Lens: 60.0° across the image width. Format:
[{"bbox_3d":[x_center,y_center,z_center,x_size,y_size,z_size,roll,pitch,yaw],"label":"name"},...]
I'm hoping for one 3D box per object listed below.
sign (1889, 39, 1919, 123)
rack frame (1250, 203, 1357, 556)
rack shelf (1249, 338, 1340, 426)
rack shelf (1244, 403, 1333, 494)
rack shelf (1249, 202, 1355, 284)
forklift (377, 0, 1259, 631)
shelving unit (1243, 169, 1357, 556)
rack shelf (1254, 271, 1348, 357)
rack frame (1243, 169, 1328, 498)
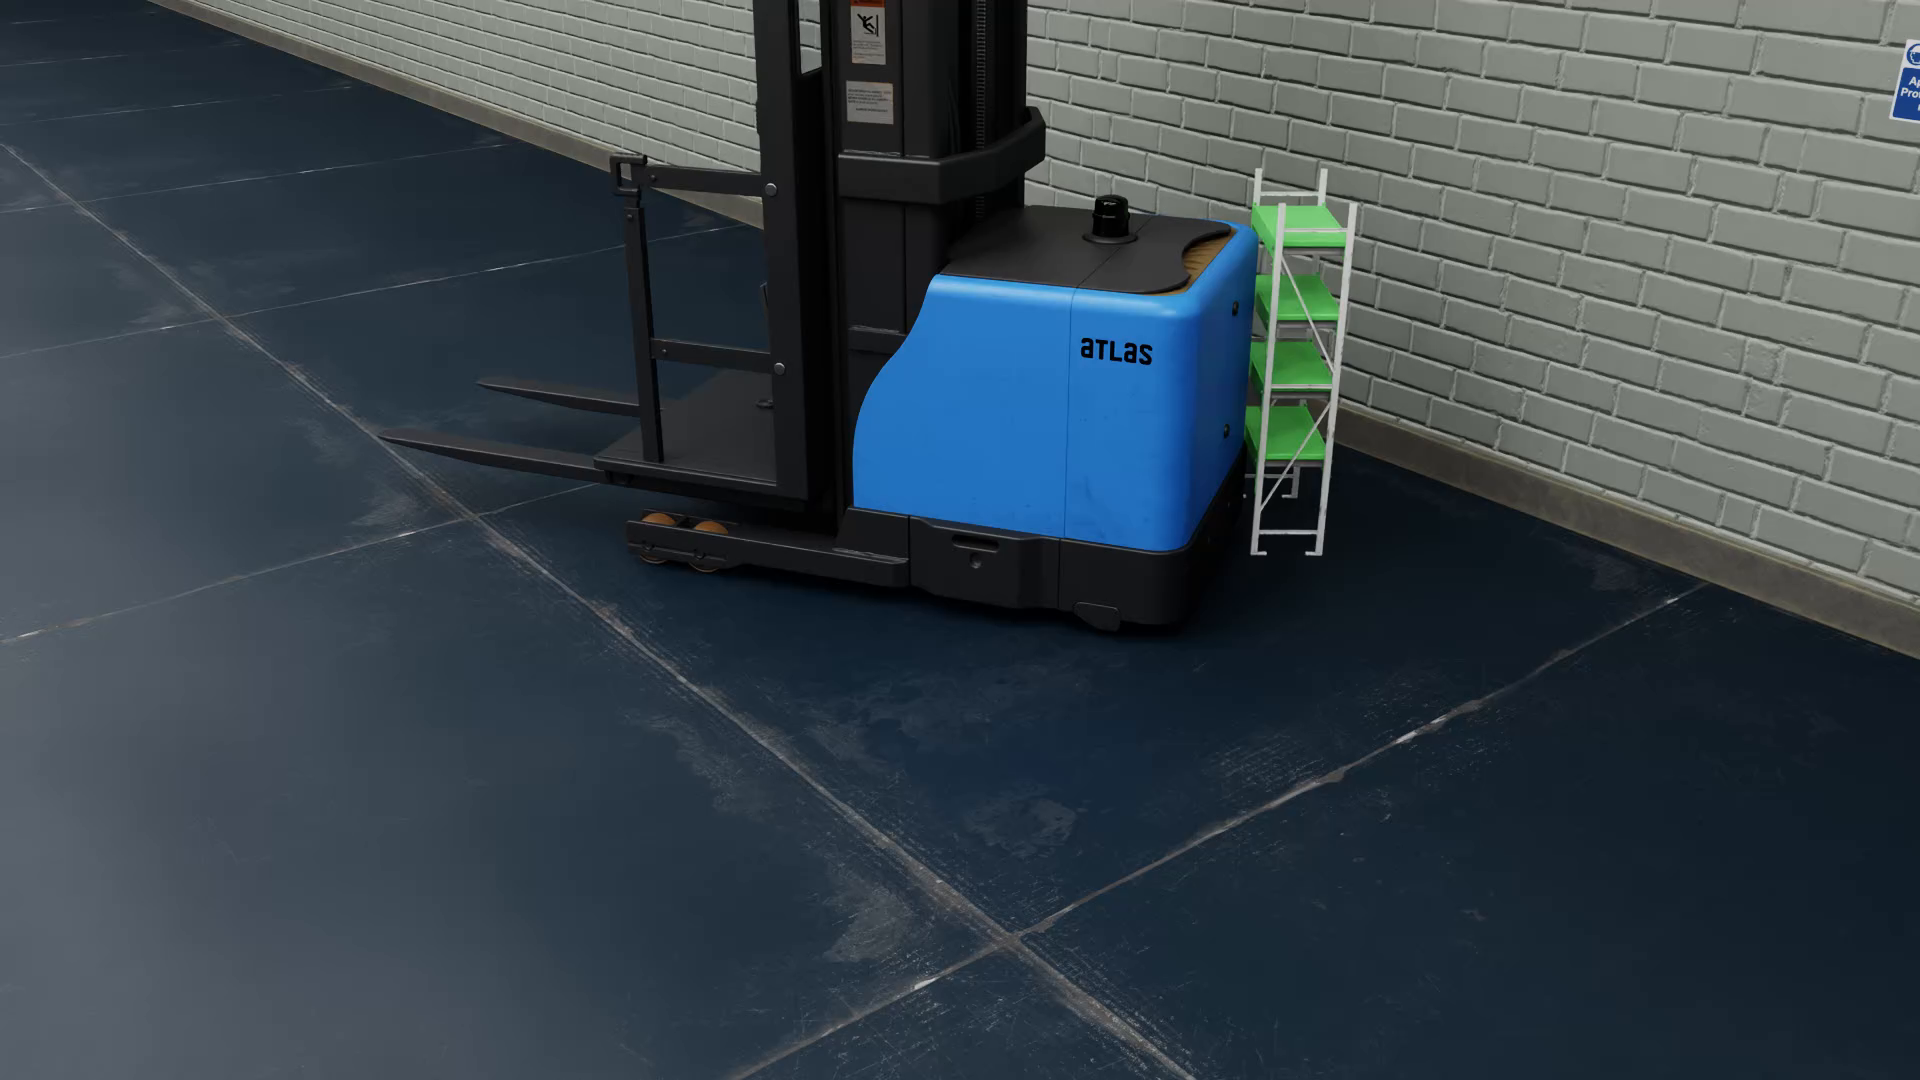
[{"bbox_3d":[2.712,-1.228,4.513,0.001,0.218,0.327,-18,31,-34],"label":"sign"},{"bbox_3d":[1.107,-0.495,5.392,0.240,1.200,0.015,0,25,1],"label":"rack frame"},{"bbox_3d":[1.110,-0.540,5.640,0.258,0.148,0.480,0,25,1],"label":"rack shelf"},{"bbox_3d":[1.110,-0.322,5.741,0.258,0.148,0.480,0,25,1],"label":"rack shelf"},{"bbox_3d":[1.110,-0.975,5.438,0.258,0.148,0.480,0,25,1],"label":"rack shelf"},{"bbox_3d":[-0.584,-1.420,5.327,3.031,2.935,1.130,9,26,18],"label":"forklift"},{"bbox_3d":[1.110,-0.598,5.613,0.258,1.200,0.503,0,25,1],"label":"shelving unit"},{"bbox_3d":[1.110,-0.758,5.539,0.258,0.148,0.480,0,25,1],"label":"rack shelf"},{"bbox_3d":[1.113,-0.701,5.834,0.240,1.200,0.015,0,25,1],"label":"rack frame"}]
